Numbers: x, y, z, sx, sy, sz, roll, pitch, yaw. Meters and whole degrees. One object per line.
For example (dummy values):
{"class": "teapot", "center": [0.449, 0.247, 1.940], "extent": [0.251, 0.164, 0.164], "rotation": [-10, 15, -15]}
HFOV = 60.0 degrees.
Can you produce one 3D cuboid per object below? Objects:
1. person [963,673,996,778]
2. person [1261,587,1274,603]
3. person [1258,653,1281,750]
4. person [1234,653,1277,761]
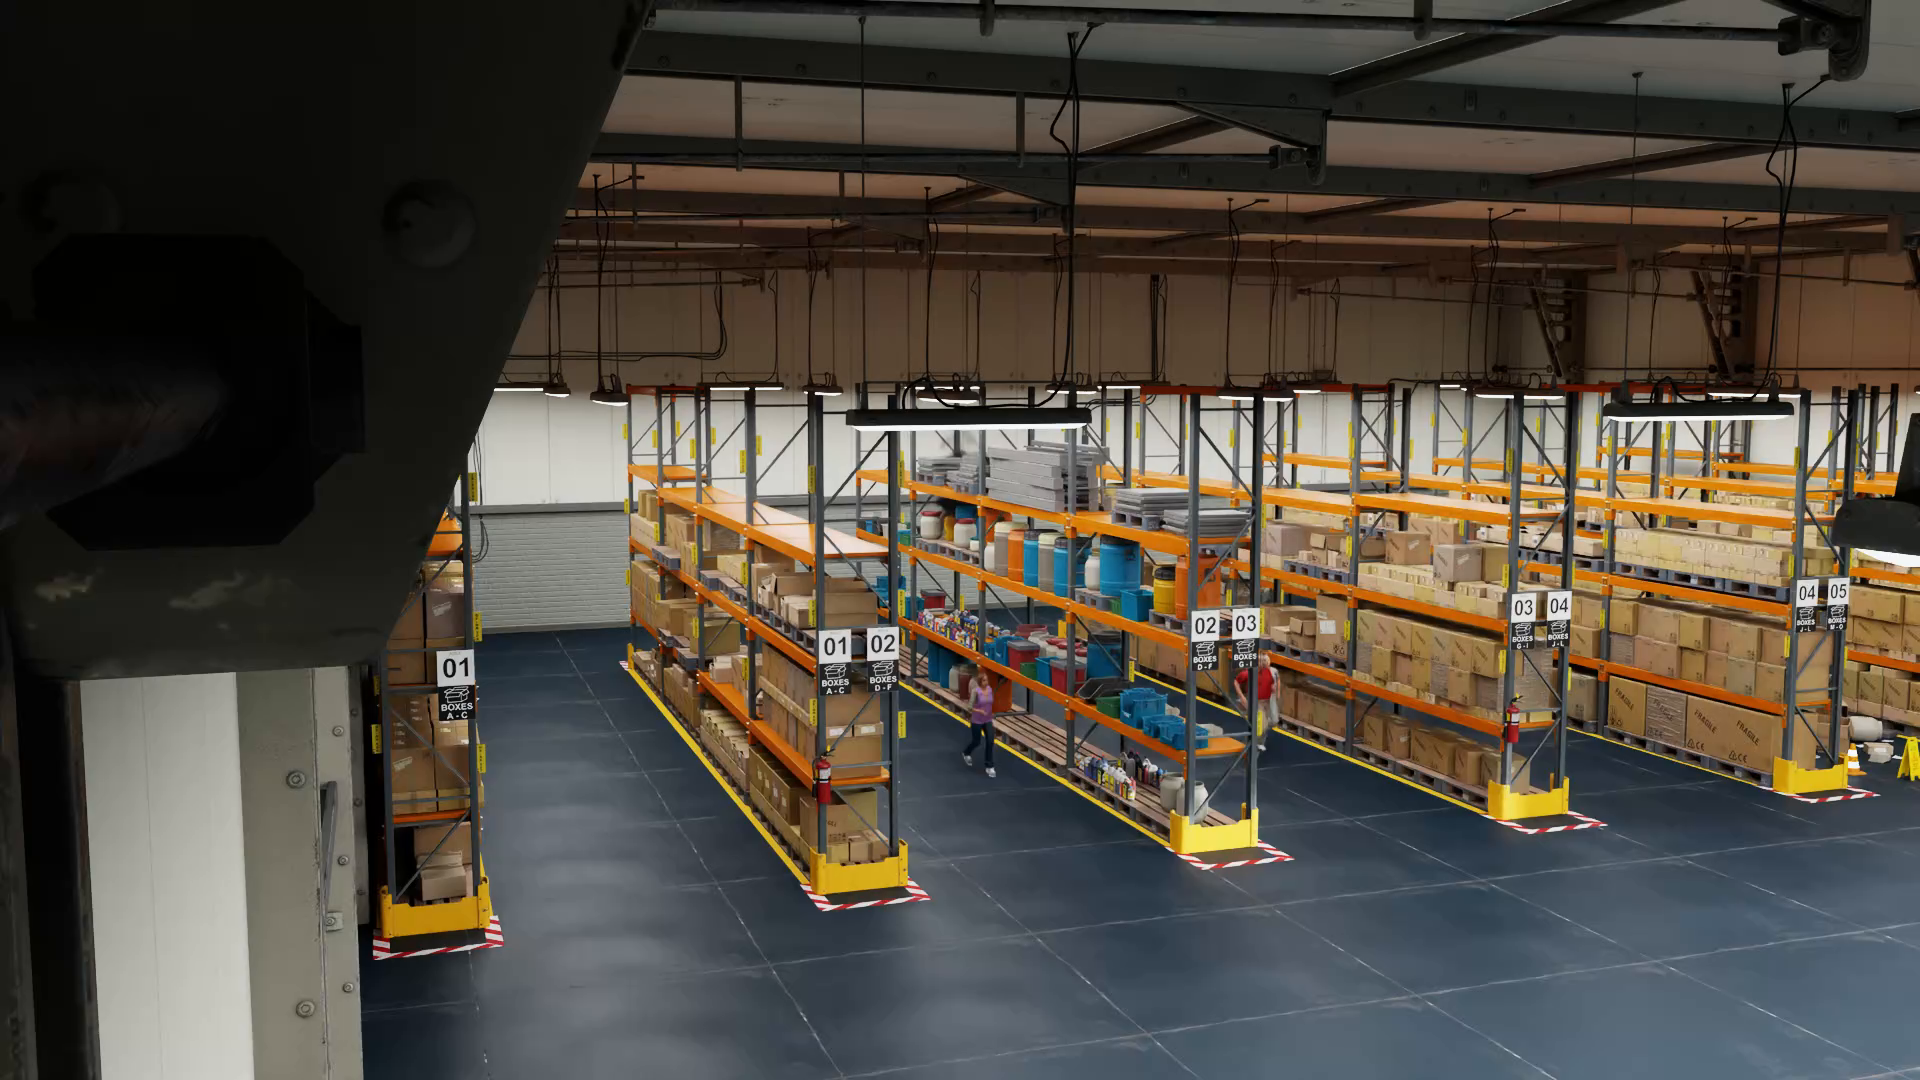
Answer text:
{"class": "person", "center": [0.313, 2.852, 26.028], "extent": [0.516, 1.605, 0.855], "rotation": [-3, 7, -28]}
{"class": "person", "center": [7.702, 1.193, 41.213], "extent": [0.915, 1.753, 0.729], "rotation": [1, 6, 14]}
{"class": "person", "center": [5.085, 2.683, 27.647], "extent": [0.584, 1.637, 0.626], "rotation": [-1, 6, -12]}
{"class": "person", "center": [4.852, 2.711, 26.924], "extent": [0.636, 1.742, 0.713], "rotation": [-4, 7, -34]}
